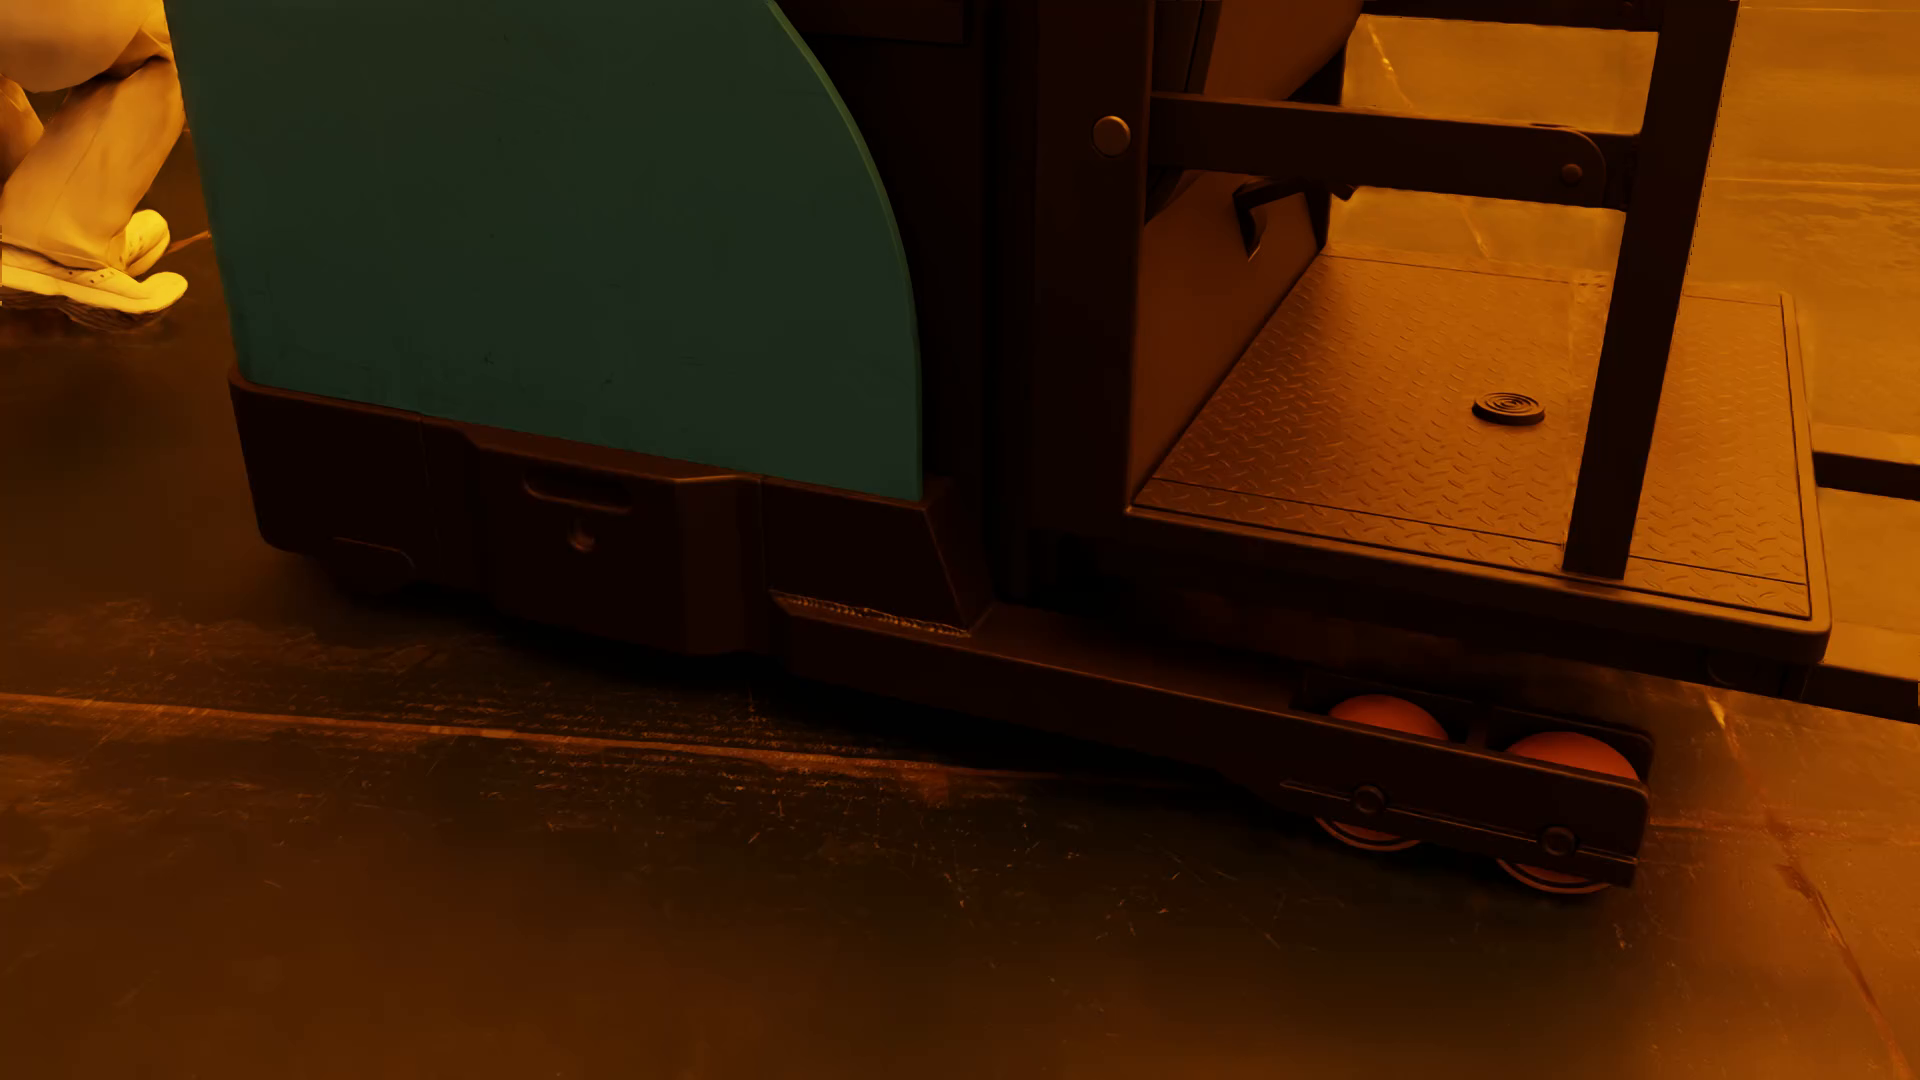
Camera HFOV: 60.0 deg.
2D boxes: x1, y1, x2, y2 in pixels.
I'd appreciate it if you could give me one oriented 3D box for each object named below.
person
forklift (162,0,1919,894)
[{"bbox_3d":[-1.701,-1.123,2.913,1.090,1.646,0.933,4,27,7],"label":"person"},{"bbox_3d":[0.565,-1.209,1.640,3.031,2.935,1.130,10,28,20],"label":"forklift"}]
